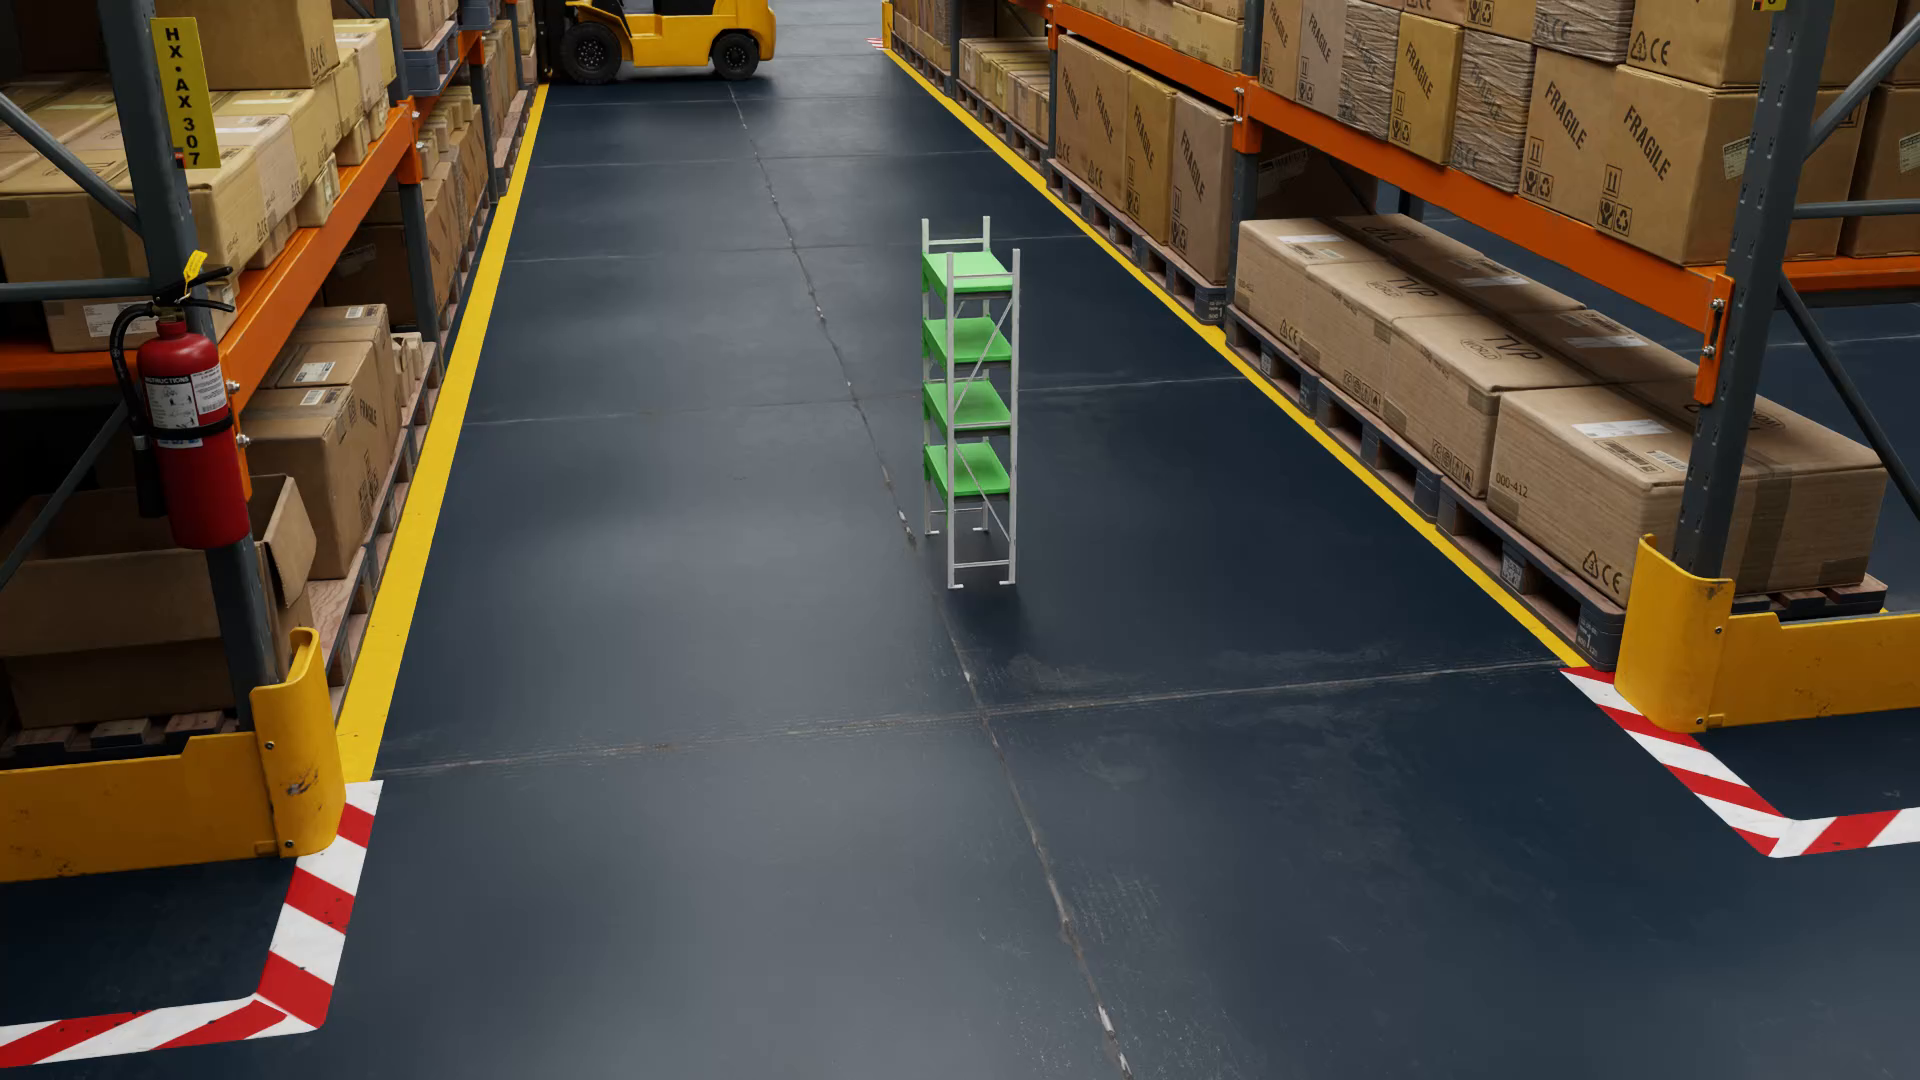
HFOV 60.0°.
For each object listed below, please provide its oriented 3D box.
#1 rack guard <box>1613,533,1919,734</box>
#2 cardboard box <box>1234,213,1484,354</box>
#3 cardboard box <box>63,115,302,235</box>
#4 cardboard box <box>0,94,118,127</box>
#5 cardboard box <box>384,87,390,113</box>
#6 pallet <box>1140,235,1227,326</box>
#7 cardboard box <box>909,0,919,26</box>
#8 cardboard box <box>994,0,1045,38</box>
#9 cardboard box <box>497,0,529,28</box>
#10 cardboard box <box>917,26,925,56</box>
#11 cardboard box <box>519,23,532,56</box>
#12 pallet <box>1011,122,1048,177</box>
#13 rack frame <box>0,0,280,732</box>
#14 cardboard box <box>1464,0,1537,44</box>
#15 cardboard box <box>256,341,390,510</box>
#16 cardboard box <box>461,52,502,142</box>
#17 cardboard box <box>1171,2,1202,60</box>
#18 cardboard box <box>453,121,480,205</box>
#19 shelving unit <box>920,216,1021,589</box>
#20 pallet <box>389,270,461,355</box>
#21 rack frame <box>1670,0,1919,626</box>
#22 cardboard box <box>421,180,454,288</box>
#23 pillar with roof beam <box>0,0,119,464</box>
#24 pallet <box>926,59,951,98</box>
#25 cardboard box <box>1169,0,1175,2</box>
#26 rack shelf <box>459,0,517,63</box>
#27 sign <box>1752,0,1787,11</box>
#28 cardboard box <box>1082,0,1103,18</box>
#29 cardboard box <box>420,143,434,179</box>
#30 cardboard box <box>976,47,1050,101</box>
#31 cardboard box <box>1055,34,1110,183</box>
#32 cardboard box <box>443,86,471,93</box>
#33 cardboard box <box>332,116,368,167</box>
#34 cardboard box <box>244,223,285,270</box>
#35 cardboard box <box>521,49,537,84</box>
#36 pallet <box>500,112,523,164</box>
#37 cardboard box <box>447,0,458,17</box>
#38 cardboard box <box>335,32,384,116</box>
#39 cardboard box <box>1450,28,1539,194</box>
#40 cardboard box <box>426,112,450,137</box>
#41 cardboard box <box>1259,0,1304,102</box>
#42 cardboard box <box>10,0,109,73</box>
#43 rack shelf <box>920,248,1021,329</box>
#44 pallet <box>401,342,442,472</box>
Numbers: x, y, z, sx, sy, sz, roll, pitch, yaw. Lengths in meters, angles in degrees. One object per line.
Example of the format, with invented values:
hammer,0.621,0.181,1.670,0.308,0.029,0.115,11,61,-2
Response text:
rack guard,2.636,0.240,5.077,1.175,0.500,0.348,-4,24,-10
cardboard box,1.903,-1.252,8.046,0.875,0.438,0.875,-5,24,-11
cardboard box,-2.158,-1.011,4.633,0.500,0.250,0.500,-4,24,-9
cardboard box,-2.773,-1.174,5.005,0.500,0.250,0.500,-4,24,-8
cardboard box,-2.678,-1.898,7.162,0.380,0.149,0.250,-4,24,-9
pallet,1.675,-1.509,9.441,1.003,0.211,1.213,-4,24,-10
cardboard box,-0.259,-5.735,17.606,0.500,0.500,0.500,-4,24,-9
cardboard box,0.569,-5.164,16.299,0.500,0.500,0.500,-3,24,-7
cardboard box,-4.246,-4.871,15.316,0.500,0.250,0.500,-5,24,-11
cardboard box,-0.158,-5.190,17.295,0.500,0.250,0.500,-4,24,-9
cardboard box,-4.251,-4.641,15.415,0.500,0.250,0.500,-4,24,-10
pallet,1.009,-3.092,13.065,1.003,0.211,1.213,-4,24,-10
rack frame,-2.246,-0.547,3.754,1.000,3.000,0.127,-4,24,-10
cardboard box,2.095,-1.990,5.684,0.500,0.500,0.500,-4,24,-10
cardboard box,-2.385,-0.396,6.006,0.500,0.500,0.500,-4,24,-9
cardboard box,-3.955,-3.300,12.501,0.875,0.625,0.625,-4,24,-8
cardboard box,1.468,-2.778,9.051,0.500,0.250,0.500,-5,24,-10
cardboard box,-3.353,-2.392,10.578,0.500,0.500,0.500,-5,24,-11
shelving unit,0.031,-0.485,5.861,0.258,1.200,0.503,-4,24,-10
pallet,-3.173,-1.159,8.641,1.003,0.211,1.213,-4,24,-10
rack frame,2.632,-0.915,4.598,1.000,3.000,0.127,-4,24,-10
cardboard box,-2.962,-1.583,8.724,0.500,0.500,0.500,-5,24,-10
pillar with roof beam,0.488,-4.847,6.105,9.100,9.000,0.400,-4,24,-10
pallet,0.254,-4.619,16.563,1.003,0.211,1.213,-4,24,-10
cardboard box,1.370,-3.204,9.401,0.500,0.250,0.500,-4,24,-8
rack shelf,-4.095,-4.150,12.904,1.077,0.370,4.000,-4,24,-10
sign,2.096,-1.520,4.240,0.100,0.325,0.005,-4,24,-10
cardboard box,1.108,-3.582,10.890,0.500,0.250,0.500,-5,24,-11
cardboard box,-3.050,-2.036,8.952,0.380,0.149,0.250,-4,24,-10
cardboard box,0.649,-4.135,14.729,0.950,0.372,0.625,-3,24,-6
cardboard box,1.199,-3.003,11.508,0.875,0.875,0.875,-5,24,-10
cardboard box,-3.385,-2.862,10.843,0.380,0.149,0.250,-5,24,-12
cardboard box,-2.440,-1.493,6.235,0.380,0.149,0.250,-5,24,-11
cardboard box,-2.199,-0.882,4.837,0.380,0.149,0.250,-4,24,-8
cardboard box,-4.229,-4.414,15.519,0.500,0.250,0.500,-4,24,-9
pallet,-4.061,-3.221,13.361,1.003,0.211,1.213,-4,24,-10
cardboard box,-3.096,-3.077,8.899,0.700,0.500,0.500,-4,24,-10
cardboard box,-2.544,-1.809,6.461,0.500,0.250,0.500,-4,24,-10
cardboard box,2.100,-1.532,5.884,0.500,0.500,0.500,-4,24,-8
cardboard box,-3.248,-2.445,9.888,0.380,0.149,0.250,-5,24,-11
cardboard box,1.722,-2.331,7.714,0.500,0.500,0.500,-4,24,-8
cardboard box,-2.971,-1.926,5.790,0.500,0.500,0.500,-5,24,-11
rack shelf,0.031,-0.866,5.694,0.258,0.148,0.480,-4,24,-10
pallet,-2.859,-0.572,7.296,1.003,0.211,1.213,-4,24,-10
